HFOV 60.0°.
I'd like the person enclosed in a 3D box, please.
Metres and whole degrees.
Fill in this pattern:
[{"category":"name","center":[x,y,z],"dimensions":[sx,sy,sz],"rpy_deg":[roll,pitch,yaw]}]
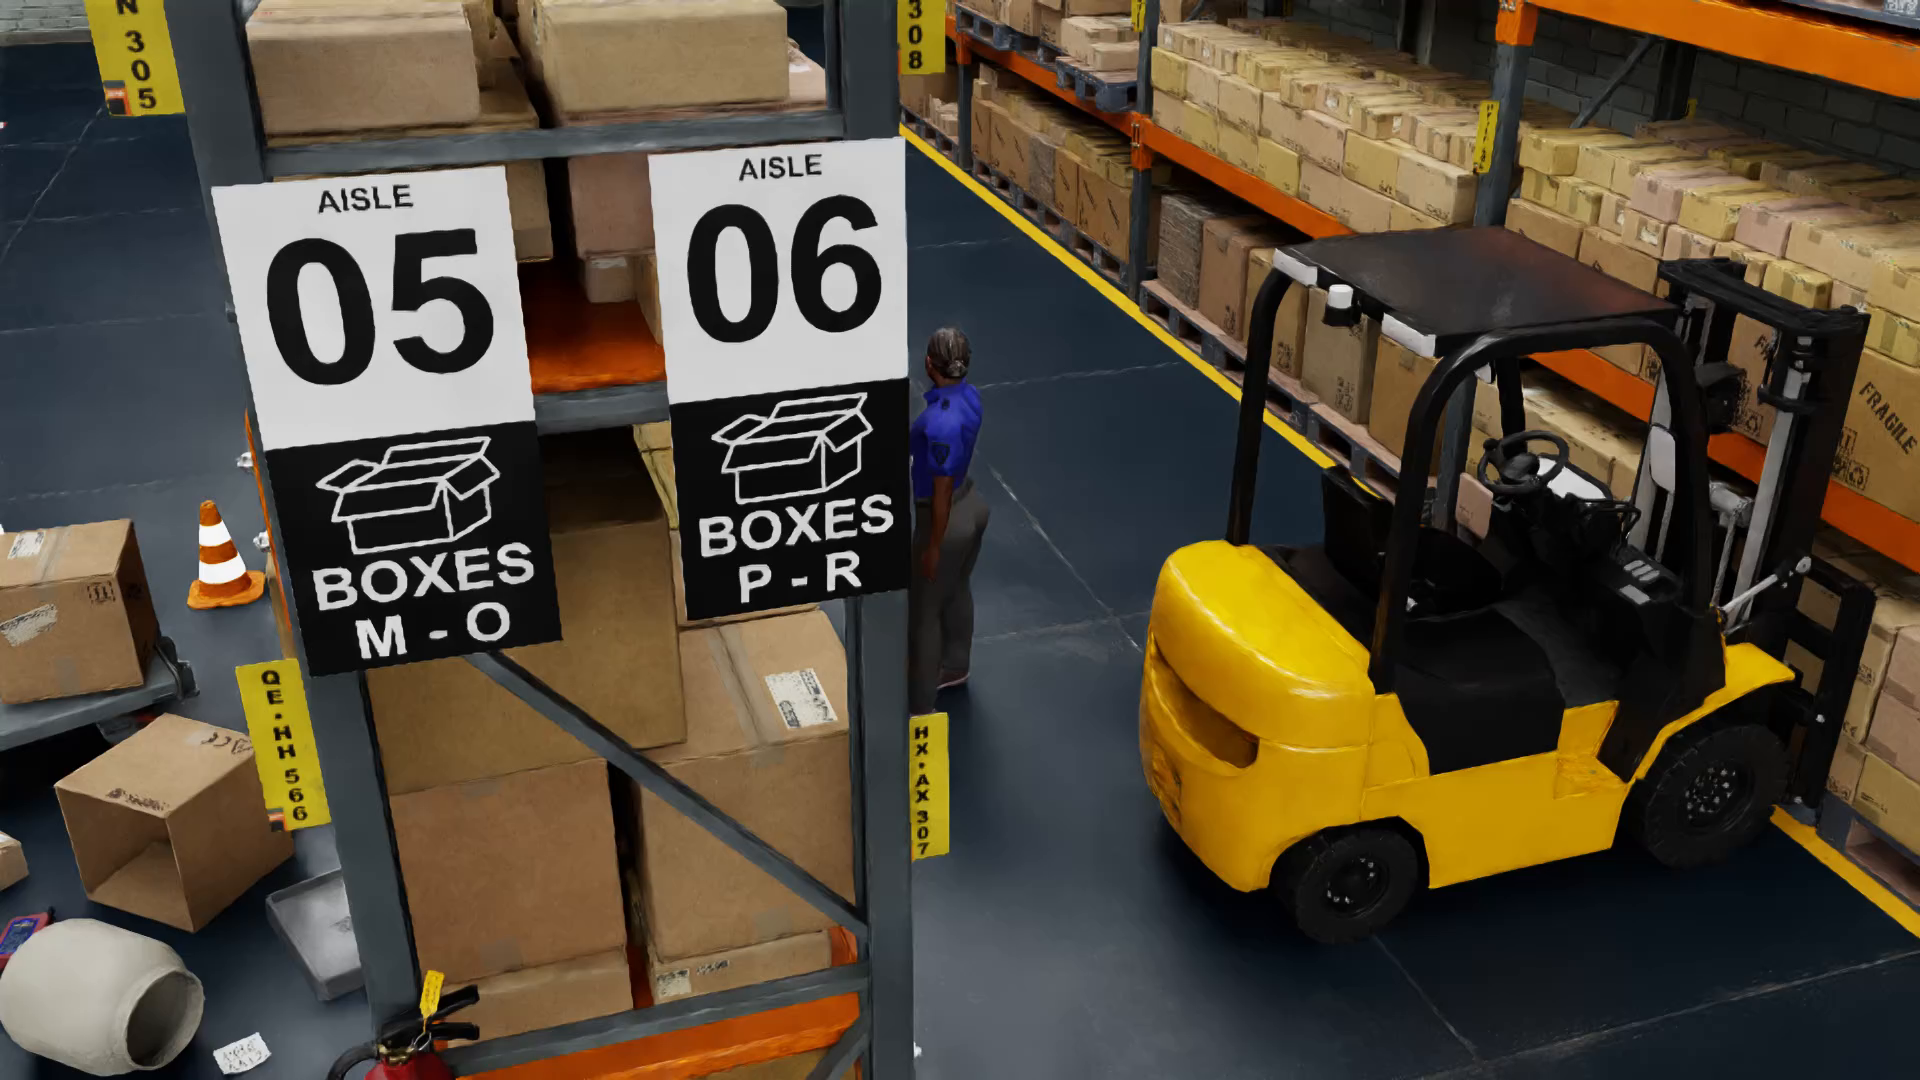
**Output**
[{"category":"person","center":[-0.114,-0.077,6.747],"dimensions":[0.438,1.662,0.476],"rpy_deg":[9,28,17]}]
